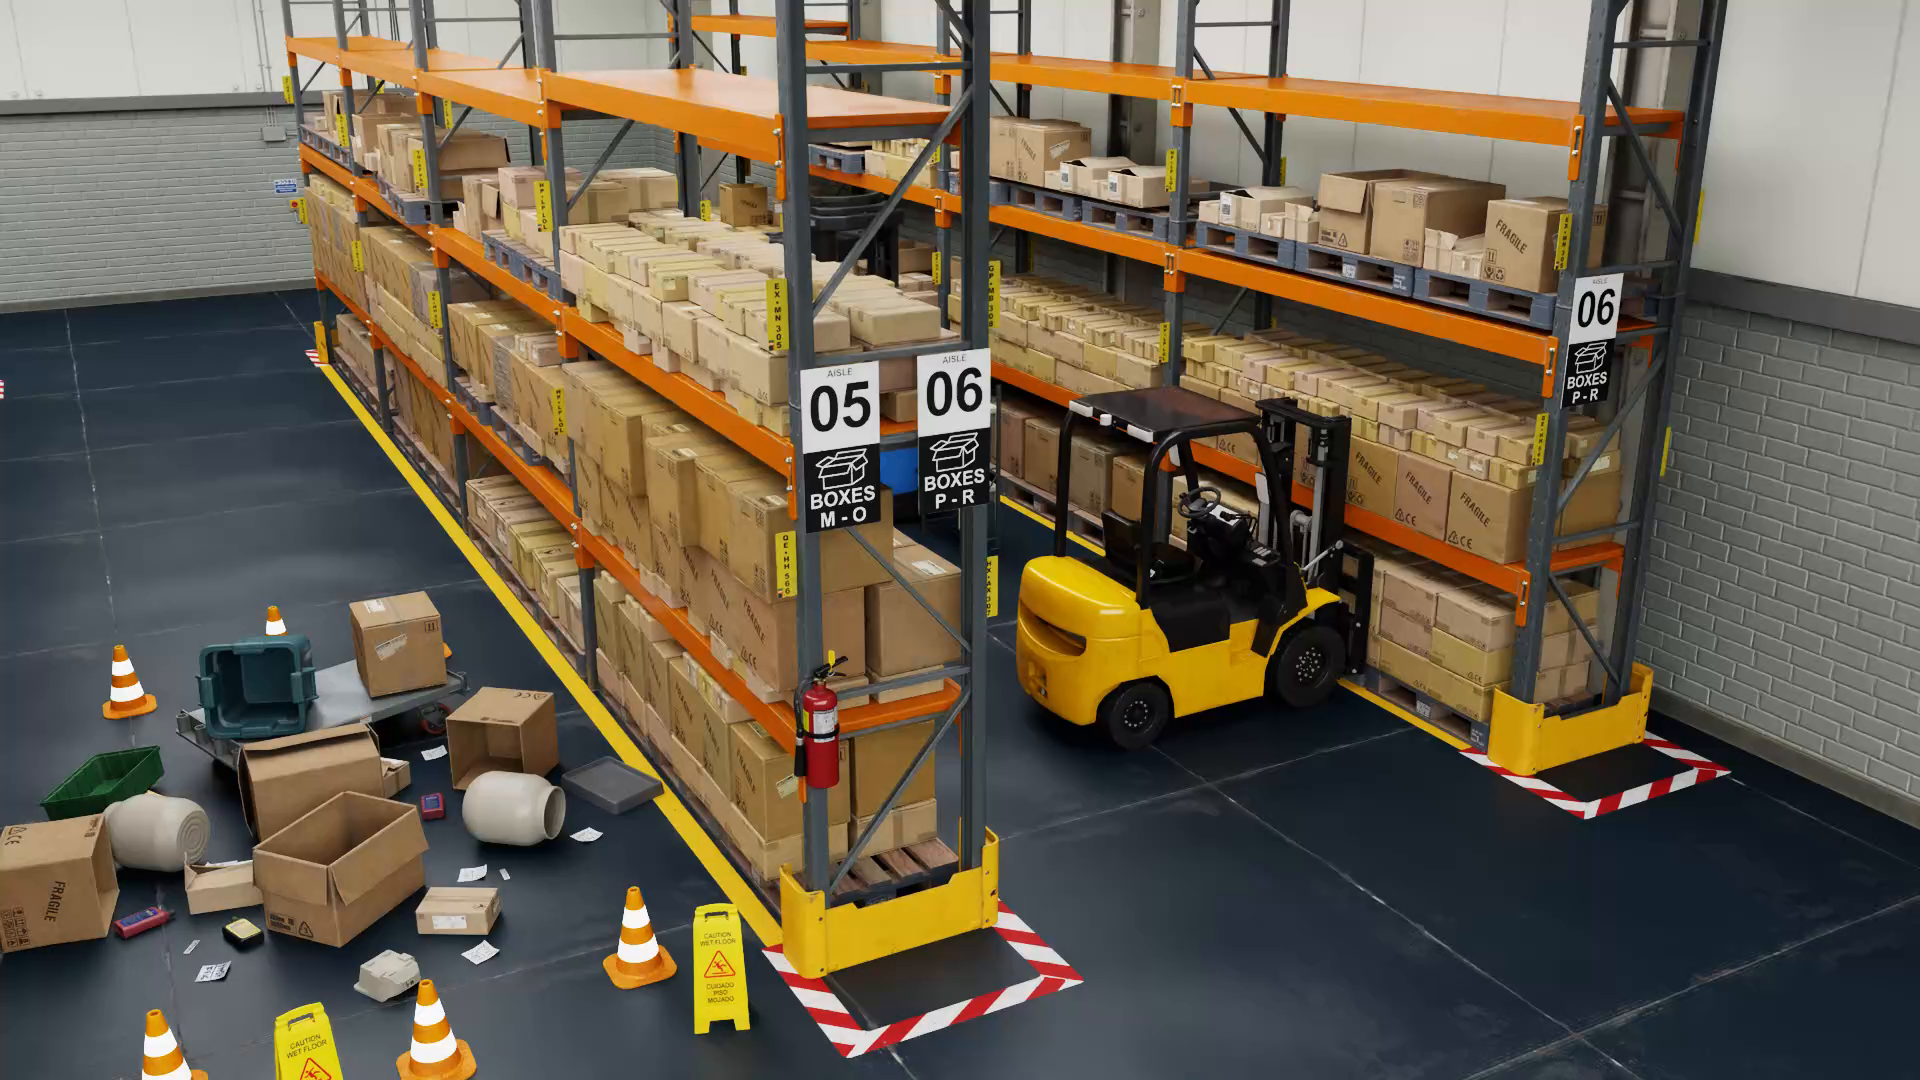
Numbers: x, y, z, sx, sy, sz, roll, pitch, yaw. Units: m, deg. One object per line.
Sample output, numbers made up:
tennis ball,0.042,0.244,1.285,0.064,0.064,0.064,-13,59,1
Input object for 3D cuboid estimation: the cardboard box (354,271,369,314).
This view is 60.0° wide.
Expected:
cardboard box,-6.473,-2.851,18.642,0.500,0.500,0.500,-10,21,-26

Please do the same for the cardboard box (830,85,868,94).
cardboard box,-1.301,-5.214,19.541,0.396,0.266,0.258,-10,21,-27

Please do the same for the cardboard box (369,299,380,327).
cardboard box,-6.051,-2.472,17.927,0.500,0.250,0.500,-11,22,-28

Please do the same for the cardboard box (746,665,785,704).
cardboard box,-0.913,0.723,8.821,0.380,0.149,0.250,-10,22,-27

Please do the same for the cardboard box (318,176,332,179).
cardboard box,-7.815,-4.476,20.824,0.380,0.149,0.250,-9,21,-25

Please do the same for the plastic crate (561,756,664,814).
plastic crate,-2.205,1.544,10.534,0.583,0.080,0.402,16,25,39

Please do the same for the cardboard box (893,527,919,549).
cardboard box,-0.559,0.219,9.288,0.500,0.500,0.500,-9,21,-25

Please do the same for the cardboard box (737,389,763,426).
cardboard box,-0.892,-0.690,8.319,0.380,0.149,0.250,-10,21,-26

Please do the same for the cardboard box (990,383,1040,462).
cardboard box,0.523,-1.227,17.085,0.875,0.625,0.625,-9,21,-25

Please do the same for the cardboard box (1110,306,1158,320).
cardboard box,1.601,-2.046,15.314,0.380,0.149,0.250,-10,21,-27

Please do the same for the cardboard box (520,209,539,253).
cardboard box,-2.869,-2.251,12.043,0.500,0.250,0.500,-10,21,-26

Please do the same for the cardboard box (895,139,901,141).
cardboard box,-0.472,-4.301,17.561,0.380,0.149,0.250,-10,22,-28

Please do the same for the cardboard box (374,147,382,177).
cardboard box,-5.468,-3.685,16.174,0.396,0.266,0.258,-8,21,-22

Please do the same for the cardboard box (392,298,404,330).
cardboard box,-5.336,-2.267,16.565,0.500,0.250,0.500,-11,22,-28

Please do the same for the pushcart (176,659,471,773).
pushcart,-4.211,1.193,11.095,0.936,0.377,1.648,16,25,39

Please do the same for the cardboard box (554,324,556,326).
cardboard box,-3.103,-1.829,13.586,0.380,0.149,0.250,-11,22,-29

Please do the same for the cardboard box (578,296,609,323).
cardboard box,-2.224,-1.501,10.670,0.380,0.149,0.250,-10,21,-27

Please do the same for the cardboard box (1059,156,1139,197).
cardboard box,1.215,-3.196,14.535,0.500,0.311,0.500,-11,22,-28

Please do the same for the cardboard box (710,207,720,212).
cardboard box,-3.582,-4.526,23.424,0.500,0.250,0.500,-10,21,-26

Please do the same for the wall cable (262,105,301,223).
wall cable,-10.625,-5.969,26.225,0.585,1.953,0.123,-10,21,-27

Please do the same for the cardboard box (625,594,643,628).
cardboard box,-1.934,0.430,10.714,0.380,0.149,0.250,-9,21,-25

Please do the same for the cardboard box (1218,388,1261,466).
cardboard box,2.381,-0.916,13.035,0.500,0.500,0.500,-10,21,-26

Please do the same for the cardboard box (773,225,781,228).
cardboard box,-2.146,-4.025,21.972,0.500,0.250,0.500,-9,21,-25

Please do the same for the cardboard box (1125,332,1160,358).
cardboard box,1.642,-1.673,14.232,0.380,0.149,0.250,-10,22,-27

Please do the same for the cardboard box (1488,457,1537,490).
cardboard box,3.626,-0.445,10.676,0.380,0.149,0.250,-10,21,-26

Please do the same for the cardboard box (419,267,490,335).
cardboard box,-4.604,-2.190,15.193,0.500,0.500,0.500,-11,22,-28

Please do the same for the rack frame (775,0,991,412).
rack frame,-0.329,-2.101,7.426,1.000,3.000,0.127,-10,21,-27

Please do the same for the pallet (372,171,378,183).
pallet,-5.549,-3.782,17.189,0.805,0.209,1.217,-11,22,-29

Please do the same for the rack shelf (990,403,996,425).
rack shelf,0.003,-1.076,14.754,0.431,0.370,0.720,-10,21,-27

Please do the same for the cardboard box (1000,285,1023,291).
cardboard box,0.403,-2.403,16.348,0.380,0.149,0.250,-9,21,-25

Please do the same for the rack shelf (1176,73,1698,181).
rack shelf,3.088,-2.916,11.503,1.077,0.370,4.000,-10,21,-27

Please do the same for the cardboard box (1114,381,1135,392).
cardboard box,1.668,-1.217,14.290,0.500,0.250,0.500,-9,21,-25

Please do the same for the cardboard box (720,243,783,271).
cardboard box,-1.211,-1.671,9.939,0.380,0.149,0.250,-10,21,-26

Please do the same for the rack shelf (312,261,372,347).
rack shelf,-6.977,-2.944,20.169,1.077,0.370,4.000,-10,21,-27

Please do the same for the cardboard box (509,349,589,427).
cardboard box,-3.126,-1.188,12.724,0.500,0.500,0.500,-9,21,-25

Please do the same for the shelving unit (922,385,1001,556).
shelving unit,0.003,-0.707,14.881,0.431,1.500,0.755,-10,21,-27

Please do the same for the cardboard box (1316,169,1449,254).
cardboard box,2.970,-2.321,11.704,0.797,0.503,0.637,-9,21,-25

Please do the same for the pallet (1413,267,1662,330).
pallet,3.724,-1.619,10.761,1.003,0.211,1.213,-10,21,-27

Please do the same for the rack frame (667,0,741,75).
rack frame,-3.560,-7.464,22.968,1.000,3.000,0.127,-10,21,-27

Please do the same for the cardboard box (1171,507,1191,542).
cardboard box,2.096,-0.132,13.721,0.500,0.250,0.500,-10,21,-27

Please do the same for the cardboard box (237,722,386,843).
cardboard box,-3.843,1.471,9.888,0.797,0.637,0.503,-10,21,-27

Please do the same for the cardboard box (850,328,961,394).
cardboard box,-0.334,-0.939,8.429,0.500,0.250,0.500,-10,22,-28

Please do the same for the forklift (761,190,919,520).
forklift,-1.323,-1.944,16.271,1.130,2.935,3.031,-13,23,-33

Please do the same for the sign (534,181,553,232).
sign,-2.715,-2.175,10.842,0.100,0.325,0.005,-10,21,-27

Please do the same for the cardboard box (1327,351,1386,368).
cardboard box,3.055,-1.341,12.816,0.380,0.149,0.250,-10,22,-28

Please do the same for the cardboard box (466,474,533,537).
cardboard box,-3.869,-0.355,14.945,0.950,0.372,0.625,-12,22,-30

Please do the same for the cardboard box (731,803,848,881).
cardboard box,-0.961,1.638,9.356,0.500,0.250,0.500,-10,21,-27

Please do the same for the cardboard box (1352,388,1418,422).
cardboard box,2.987,-0.951,11.685,0.380,0.149,0.250,-10,21,-26

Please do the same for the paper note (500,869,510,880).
paper note,-2.615,1.920,9.552,0.032,0.001,0.123,-10,21,-27

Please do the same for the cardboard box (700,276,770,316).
cardboard box,-1.161,-1.296,8.851,0.380,0.149,0.250,-10,21,-27

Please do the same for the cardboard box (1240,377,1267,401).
cardboard box,2.382,-1.178,12.800,0.380,0.149,0.250,-9,21,-25

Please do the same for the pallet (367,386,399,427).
pallet,-6.320,-1.623,19.510,1.003,0.211,1.213,-10,21,-27

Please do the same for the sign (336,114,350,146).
sign,-6.515,-4.324,17.550,0.100,0.325,0.005,-10,21,-27

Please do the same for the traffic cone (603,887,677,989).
traffic cone,-1.669,2.010,8.597,0.336,0.463,0.334,-10,21,-27

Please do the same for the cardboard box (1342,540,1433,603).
cardboard box,3.048,0.220,11.933,0.500,0.250,0.500,-10,21,-26

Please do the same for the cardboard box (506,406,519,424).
cardboard box,-3.413,-1.048,13.312,0.380,0.149,0.250,-9,21,-25

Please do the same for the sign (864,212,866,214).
sign,-1.174,-4.115,20.682,0.100,0.325,0.005,-10,21,-27
